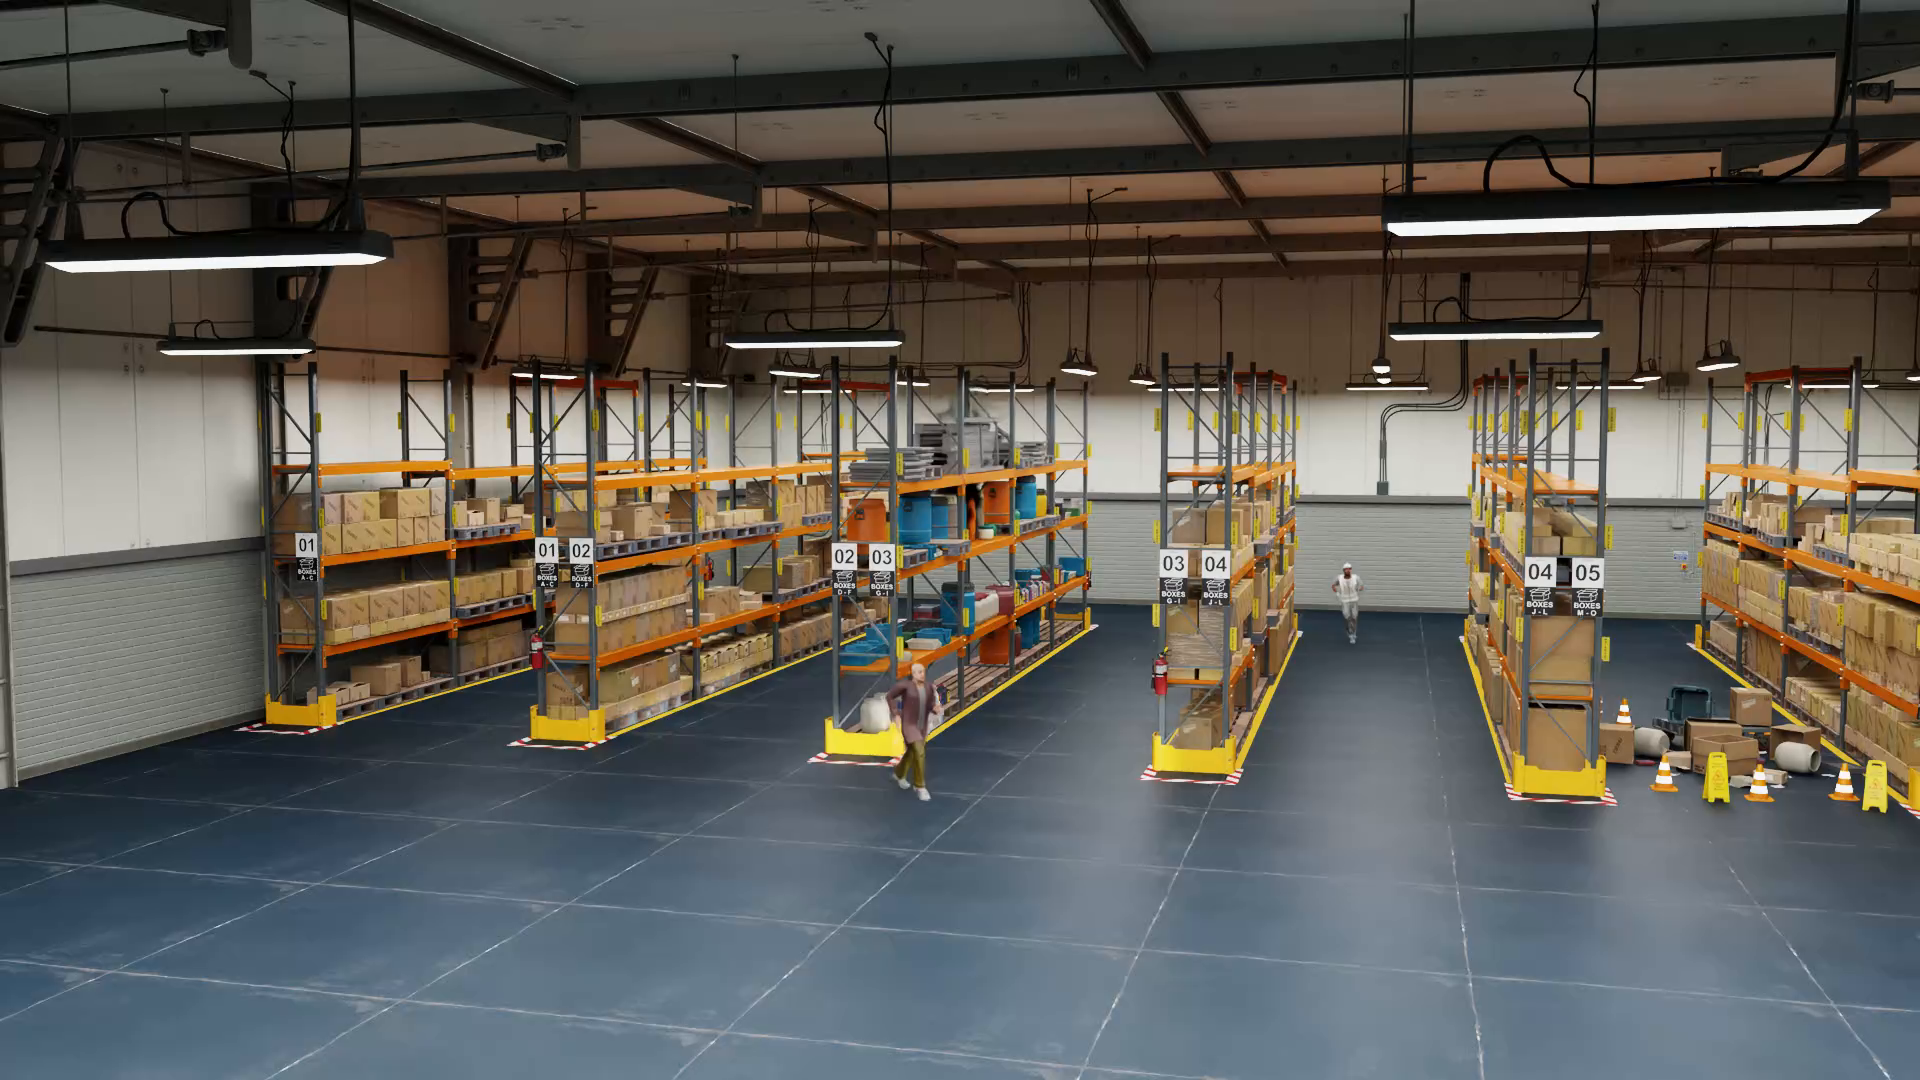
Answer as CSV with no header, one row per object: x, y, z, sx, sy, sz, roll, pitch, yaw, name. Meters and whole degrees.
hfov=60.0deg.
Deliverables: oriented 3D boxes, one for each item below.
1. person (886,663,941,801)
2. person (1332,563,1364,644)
-0.623,2.554,22.373,0.623,1.831,0.973,-4,6,-44,person
8.878,1.444,38.032,0.679,1.840,0.775,0,4,1,person
